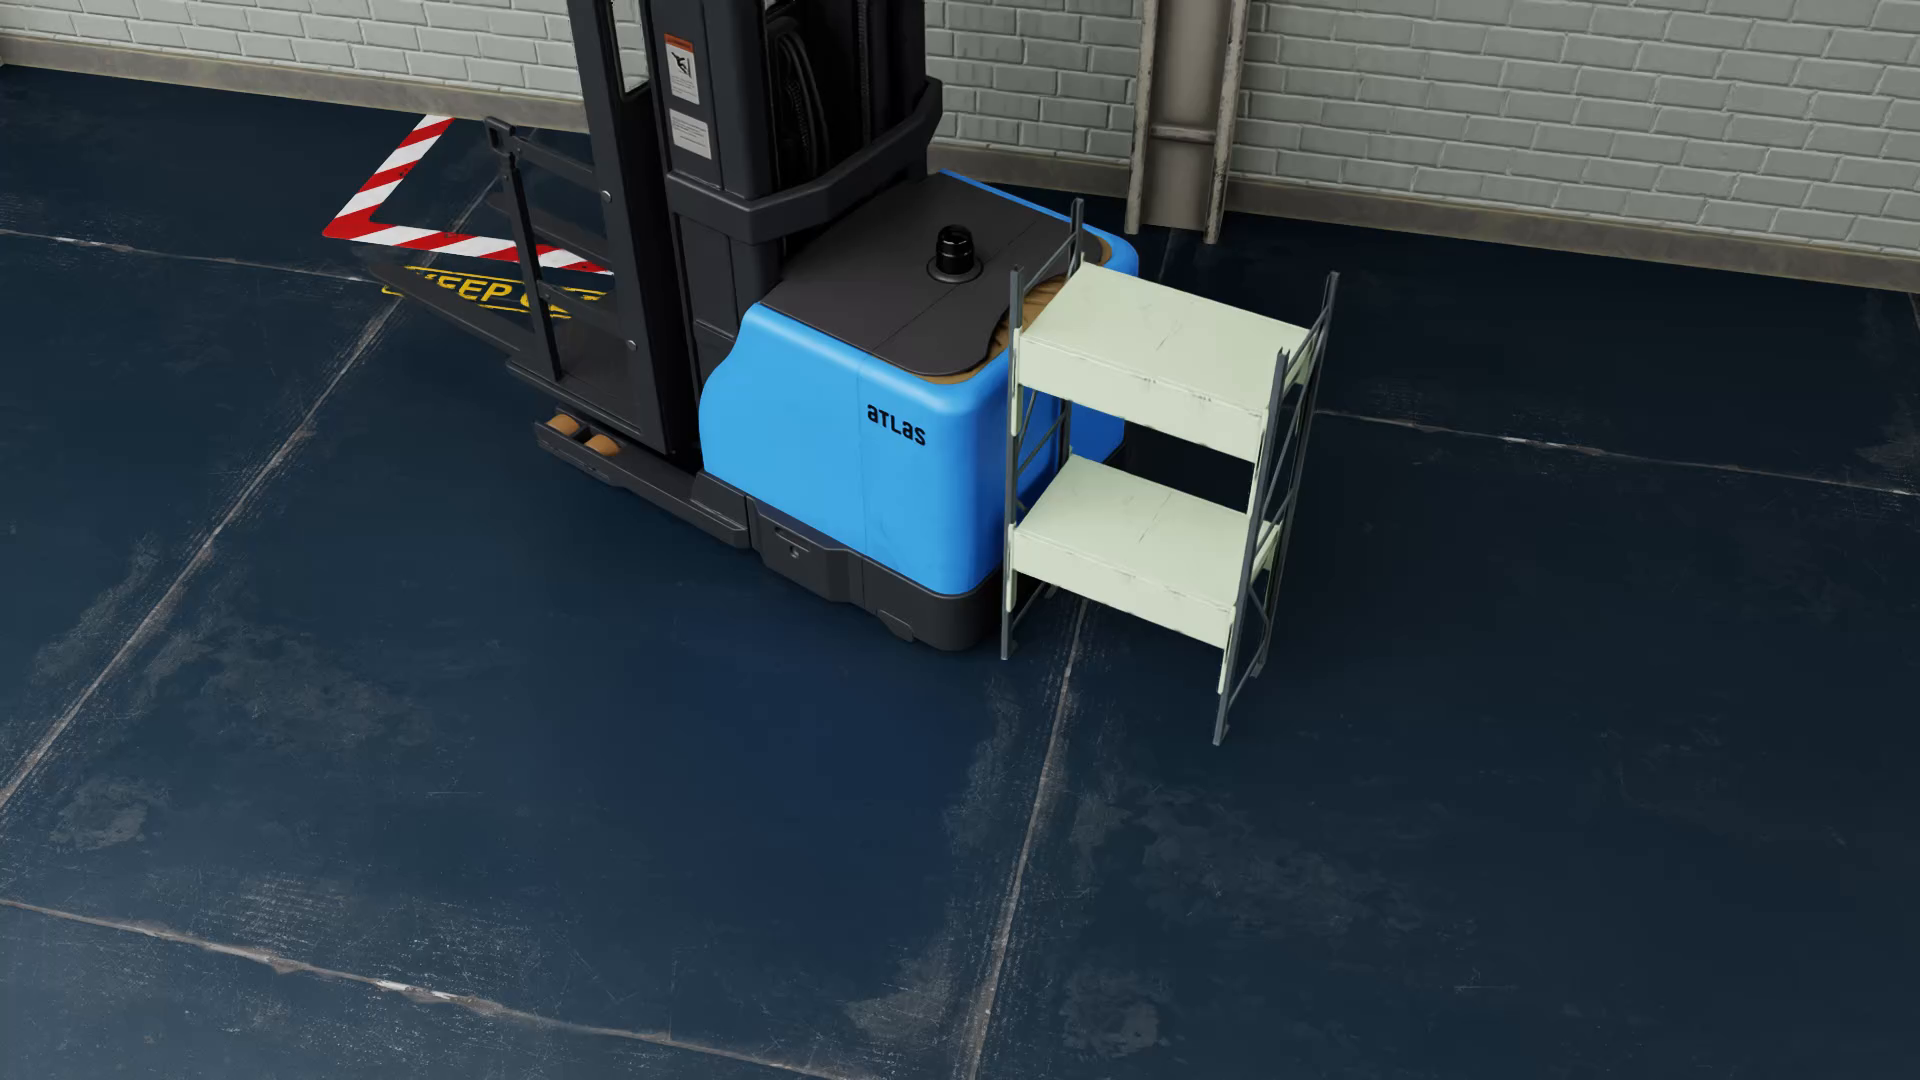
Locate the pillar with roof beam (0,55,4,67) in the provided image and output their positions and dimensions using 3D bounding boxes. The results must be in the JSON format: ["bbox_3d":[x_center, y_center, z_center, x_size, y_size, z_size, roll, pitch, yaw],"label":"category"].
[{"bbox_3d":[-5.866,-2.625,1.988,0.400,9.000,9.100,9,45,9],"label":"pillar with roof beam"}]

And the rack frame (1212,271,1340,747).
[{"bbox_3d":[0.879,-0.033,4.702,0.023,1.500,0.400,21,48,20],"label":"rack frame"}]

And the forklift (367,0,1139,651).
[{"bbox_3d":[-0.916,-1.535,5.231,3.031,2.935,1.130,27,50,25],"label":"forklift"}]

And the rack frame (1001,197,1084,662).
[{"bbox_3d":[0.236,-0.275,4.954,0.023,1.500,0.400,21,48,20],"label":"rack frame"}]

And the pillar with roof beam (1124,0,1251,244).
[{"bbox_3d":[-0.011,-1.716,1.044,0.400,9.000,9.100,9,45,9],"label":"pillar with roof beam"}]

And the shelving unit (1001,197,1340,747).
[{"bbox_3d":[0.558,-0.154,4.828,0.755,1.500,0.431,21,48,20],"label":"shelving unit"}]

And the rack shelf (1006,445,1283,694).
[{"bbox_3d":[0.558,0.081,5.054,0.720,0.370,0.431,21,48,20],"label":"rack shelf"}]

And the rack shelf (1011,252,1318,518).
[{"bbox_3d":[0.558,-0.435,4.558,0.720,0.370,0.431,21,48,20],"label":"rack shelf"}]
